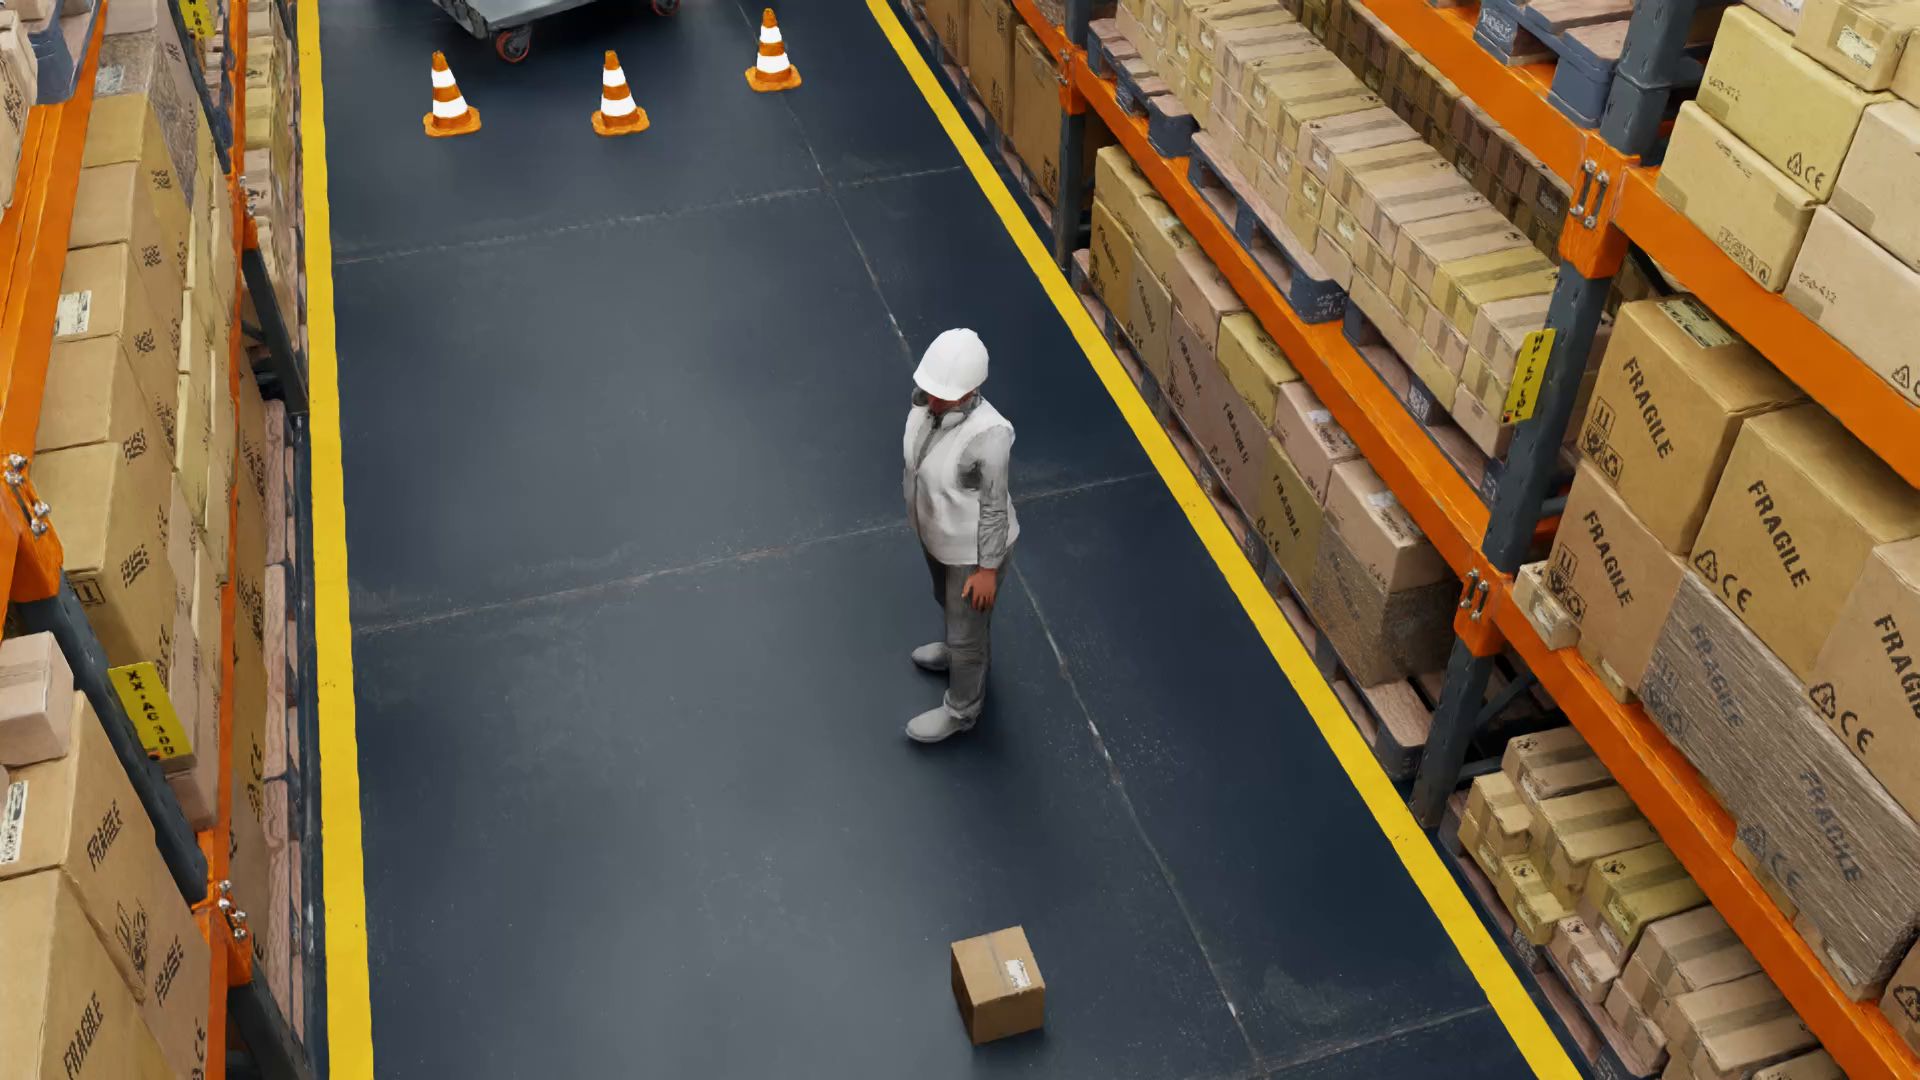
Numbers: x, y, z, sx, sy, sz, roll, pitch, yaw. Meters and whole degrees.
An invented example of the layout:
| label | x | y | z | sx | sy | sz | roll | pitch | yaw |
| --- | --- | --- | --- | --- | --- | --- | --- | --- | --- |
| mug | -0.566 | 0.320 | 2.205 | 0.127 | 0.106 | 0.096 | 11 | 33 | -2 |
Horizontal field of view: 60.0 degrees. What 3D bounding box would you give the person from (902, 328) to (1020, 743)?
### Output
| label | x | y | z | sx | sy | sz | roll | pitch | yaw |
| --- | --- | --- | --- | --- | --- | --- | --- | --- | --- |
| person | -0.052 | -0.015 | 6.123 | 0.515 | 1.765 | 0.596 | -22 | 46 | -22 |
